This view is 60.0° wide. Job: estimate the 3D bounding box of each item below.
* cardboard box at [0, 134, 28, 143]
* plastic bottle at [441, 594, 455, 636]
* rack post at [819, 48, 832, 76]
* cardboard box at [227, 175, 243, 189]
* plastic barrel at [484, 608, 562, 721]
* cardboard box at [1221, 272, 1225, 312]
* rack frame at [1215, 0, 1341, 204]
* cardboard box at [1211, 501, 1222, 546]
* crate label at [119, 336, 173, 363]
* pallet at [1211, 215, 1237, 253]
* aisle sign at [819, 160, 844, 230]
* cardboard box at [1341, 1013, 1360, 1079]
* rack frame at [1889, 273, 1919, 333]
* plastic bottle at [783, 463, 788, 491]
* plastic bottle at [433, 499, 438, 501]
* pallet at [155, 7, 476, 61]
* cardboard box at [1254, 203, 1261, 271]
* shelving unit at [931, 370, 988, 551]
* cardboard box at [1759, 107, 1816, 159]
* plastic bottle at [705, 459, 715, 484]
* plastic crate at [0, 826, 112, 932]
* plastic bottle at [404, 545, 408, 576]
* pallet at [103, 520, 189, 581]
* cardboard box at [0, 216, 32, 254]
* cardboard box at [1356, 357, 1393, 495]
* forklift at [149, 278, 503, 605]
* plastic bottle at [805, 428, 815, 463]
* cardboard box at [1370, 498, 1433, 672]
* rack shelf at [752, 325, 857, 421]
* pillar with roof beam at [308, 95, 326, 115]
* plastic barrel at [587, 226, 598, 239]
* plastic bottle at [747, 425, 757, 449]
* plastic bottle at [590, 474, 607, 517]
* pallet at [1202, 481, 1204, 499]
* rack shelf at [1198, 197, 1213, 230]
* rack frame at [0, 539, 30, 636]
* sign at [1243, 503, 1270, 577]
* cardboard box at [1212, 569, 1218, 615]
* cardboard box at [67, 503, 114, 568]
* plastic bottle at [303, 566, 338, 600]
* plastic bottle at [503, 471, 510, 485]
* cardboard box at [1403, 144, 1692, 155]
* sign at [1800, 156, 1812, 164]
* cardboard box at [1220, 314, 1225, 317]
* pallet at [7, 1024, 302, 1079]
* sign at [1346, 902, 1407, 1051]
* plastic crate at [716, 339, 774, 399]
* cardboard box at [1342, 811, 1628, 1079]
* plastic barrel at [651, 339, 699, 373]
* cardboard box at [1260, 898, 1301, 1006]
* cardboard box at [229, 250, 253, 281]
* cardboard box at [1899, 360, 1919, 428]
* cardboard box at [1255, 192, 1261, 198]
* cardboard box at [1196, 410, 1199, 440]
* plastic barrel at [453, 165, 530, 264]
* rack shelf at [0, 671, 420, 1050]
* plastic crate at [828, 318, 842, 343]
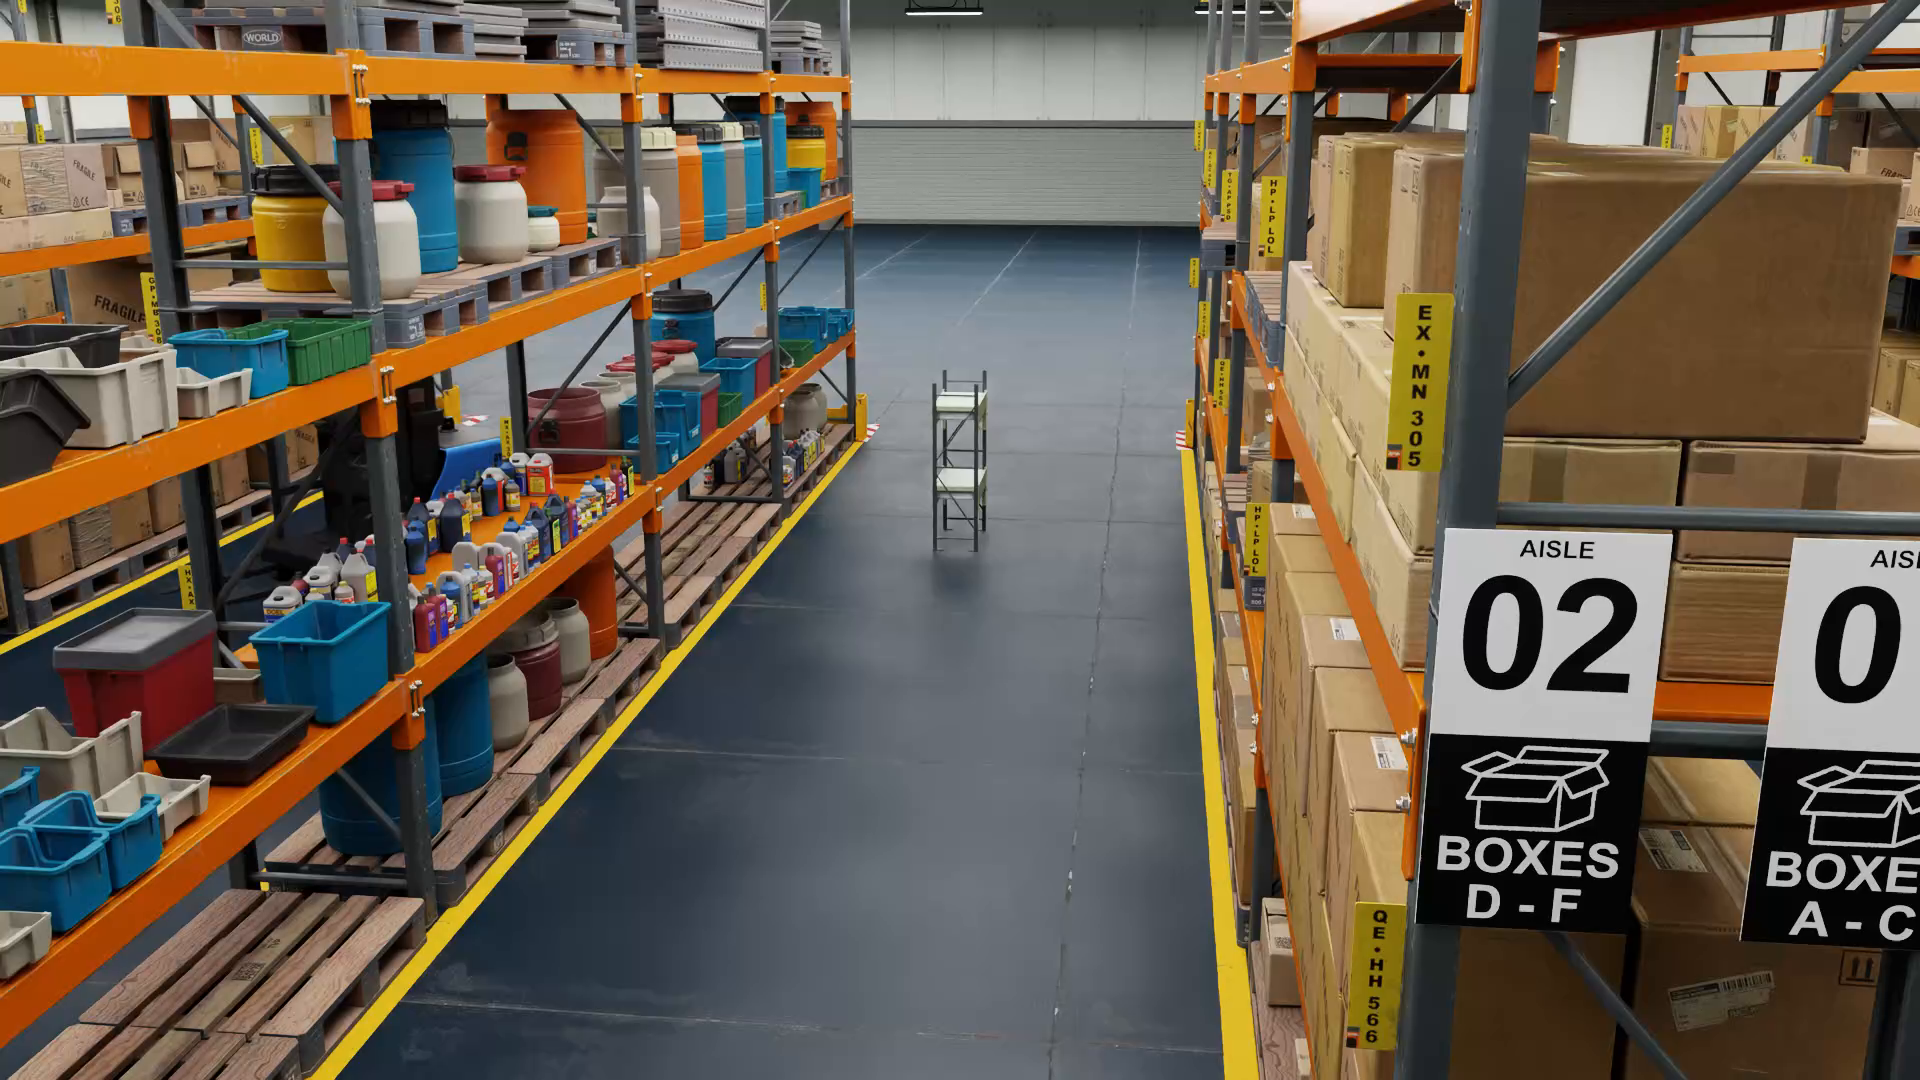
[{"bbox_3d":[-11.346,-4.638,19.543,0.500,0.250,0.500,2,15,7],"label":"cardboard box"},{"bbox_3d":[-2.609,0.376,8.407,0.097,0.201,0.097,0,15,0],"label":"plastic bottle"},{"bbox_3d":[-1.942,-5.147,17.916,0.937,0.300,0.954,3,15,12],"label":"rack post"},{"bbox_3d":[-6.760,-3.437,15.902,0.380,0.149,0.250,1,15,5],"label":"cardboard box"},{"bbox_3d":[-2.799,0.772,10.377,0.600,0.588,0.708,2,15,6],"label":"plastic barrel"},{"bbox_3d":[2.839,-2.422,15.694,0.700,0.500,0.500,2,15,6],"label":"cardboard box"},{"bbox_3d":[2.739,-4.397,14.182,1.000,3.000,0.127,2,15,6],"label":"rack frame"},{"bbox_3d":[2.273,-0.148,13.352,0.500,0.311,0.500,2,15,8],"label":"cardboard box"},{"bbox_3d":[-3.427,-0.775,7.040,0.293,0.136,0.466,2,15,6],"label":"crate label"},{"bbox_3d":[2.399,-2.289,12.495,1.003,0.211,1.213,2,15,9],"label":"pallet"},{"bbox_3d":[-1.427,-3.950,19.042,0.394,0.787,0.004,2,15,6],"label":"aisle sign"},{"bbox_3d":[1.165,1.439,3.901,0.500,0.500,0.500,2,15,8],"label":"cardboard box"},{"bbox_3d":[7.662,-1.356,14.429,1.000,3.000,0.127,2,15,6],"label":"rack frame"},{"bbox_3d":[-1.710,-0.613,16.065,0.097,0.271,0.097,0,15,0],"label":"plastic bottle"},{"bbox_3d":[-3.174,-0.116,10.093,0.097,0.271,0.097,0,15,0],"label":"plastic bottle"},{"bbox_3d":[-3.022,-2.400,7.926,1.003,0.211,1.213,2,15,6],"label":"pallet"},{"bbox_3d":[2.215,-1.713,9.813,0.910,0.500,0.500,2,15,6],"label":"cardboard box"},{"bbox_3d":[0.001,-0.726,14.973,0.431,1.500,0.755,2,15,6],"label":"shelving unit"},{"bbox_3d":[7.501,-3.625,14.931,0.500,0.500,0.500,3,15,9],"label":"cardboard box"},{"bbox_3d":[-2.455,-0.683,16.303,0.061,0.283,0.133,2,15,9],"label":"plastic bottle"},{"bbox_3d":[-3.032,1.121,5.476,0.416,0.233,0.300,2,15,6],"label":"plastic crate"},{"bbox_3d":[-3.122,0.116,9.232,0.097,0.271,0.097,0,15,0],"label":"plastic bottle"},{"bbox_3d":[-7.325,0.072,14.491,1.003,0.211,1.213,2,15,6],"label":"pallet"},{"bbox_3d":[-7.249,-2.246,12.262,0.500,0.250,0.500,2,15,7],"label":"cardboard box"},{"bbox_3d":[1.246,-0.276,4.018,0.500,0.250,0.500,2,15,6],"label":"cardboard box"},{"bbox_3d":[-5.086,-1.056,13.454,1.130,2.935,3.031,10,18,34],"label":"forklift"},{"bbox_3d":[-1.588,-0.986,17.293,0.144,0.351,0.185,2,15,9],"label":"plastic bottle"},{"bbox_3d":[1.181,0.095,3.605,0.500,0.250,0.500,2,15,6],"label":"cardboard box"},{"bbox_3d":[-1.956,-1.819,17.521,1.077,0.370,4.000,2,15,6],"label":"rack shelf"},{"bbox_3d":[-14.742,-13.664,48.454,9.100,9.000,0.548,2,15,6],"label":"pillar with roof beam"},{"bbox_3d":[-2.656,-2.049,11.543,0.294,0.245,0.294,0,15,0],"label":"plastic barrel"},{"bbox_3d":[-2.245,-1.119,17.939,0.097,0.271,0.097,0,15,0],"label":"plastic bottle"},{"bbox_3d":[-2.334,-0.291,10.737,0.097,0.271,0.097,0,15,0],"label":"plastic bottle"},{"bbox_3d":[2.871,-0.360,16.087,1.003,0.211,1.213,2,15,6],"label":"pallet"},{"bbox_3d":[2.965,-3.120,16.586,1.077,0.370,4.000,2,15,6],"label":"rack shelf"},{"bbox_3d":[-7.555,-0.756,12.211,1.000,3.000,0.127,2,15,6],"label":"rack frame"},{"bbox_3d":[1.285,0.000,7.198,0.100,0.325,0.005,2,15,6],"label":"sign"},{"bbox_3d":[2.160,0.384,12.459,0.500,0.250,0.500,2,15,6],"label":"cardboard box"},{"bbox_3d":[-7.449,-0.080,13.658,0.700,0.500,0.500,0,15,2],"label":"cardboard box"},{"bbox_3d":[-3.320,0.281,8.615,0.152,0.276,0.135,2,15,6],"label":"plastic bottle"},{"bbox_3d":[-3.055,-0.357,11.116,0.097,0.201,0.097,0,15,0],"label":"plastic bottle"},{"bbox_3d":[1.667,-0.888,4.846,0.700,0.500,0.500,2,15,6],"label":"cardboard box"},{"bbox_3d":[7.122,-3.067,14.022,0.100,0.325,0.005,2,15,6],"label":"sign"},{"bbox_3d":[2.587,-2.003,15.388,0.380,0.149,0.250,1,15,5],"label":"cardboard box"},{"bbox_3d":[-3.264,2.283,6.316,1.003,0.211,1.213,2,15,6],"label":"pallet"},{"bbox_3d":[0.836,0.879,3.342,0.100,0.325,0.005,2,15,6],"label":"sign"},{"bbox_3d":[-1.933,-1.544,15.002,0.402,0.464,0.583,2,15,6],"label":"plastic crate"},{"bbox_3d":[1.162,0.957,3.768,0.500,0.500,0.500,2,15,6],"label":"cardboard box"},{"bbox_3d":[-2.508,-1.471,14.597,0.433,0.535,0.433,0,15,0],"label":"plastic barrel"},{"bbox_3d":[1.574,1.762,7.206,0.500,0.311,0.500,2,15,6],"label":"cardboard box"},{"bbox_3d":[-6.800,-2.577,16.269,0.500,0.500,0.500,2,15,6],"label":"cardboard box"},{"bbox_3d":[7.372,-1.025,12.171,0.700,0.500,0.500,2,15,6],"label":"cardboard box"},{"bbox_3d":[2.324,-2.297,11.648,0.500,0.250,0.500,2,15,8],"label":"cardboard box"},{"bbox_3d":[2.909,-1.281,18.616,0.500,0.250,0.500,2,15,6],"label":"cardboard box"},{"bbox_3d":[-2.684,-1.862,9.491,0.433,0.535,0.433,0,15,0],"label":"plastic barrel"},{"bbox_3d":[-3.310,1.293,6.011,1.077,0.370,4.000,2,15,6],"label":"rack shelf"},{"bbox_3d":[-1.569,-2.306,18.229,0.499,0.251,0.408,2,15,6],"label":"plastic crate"}]
